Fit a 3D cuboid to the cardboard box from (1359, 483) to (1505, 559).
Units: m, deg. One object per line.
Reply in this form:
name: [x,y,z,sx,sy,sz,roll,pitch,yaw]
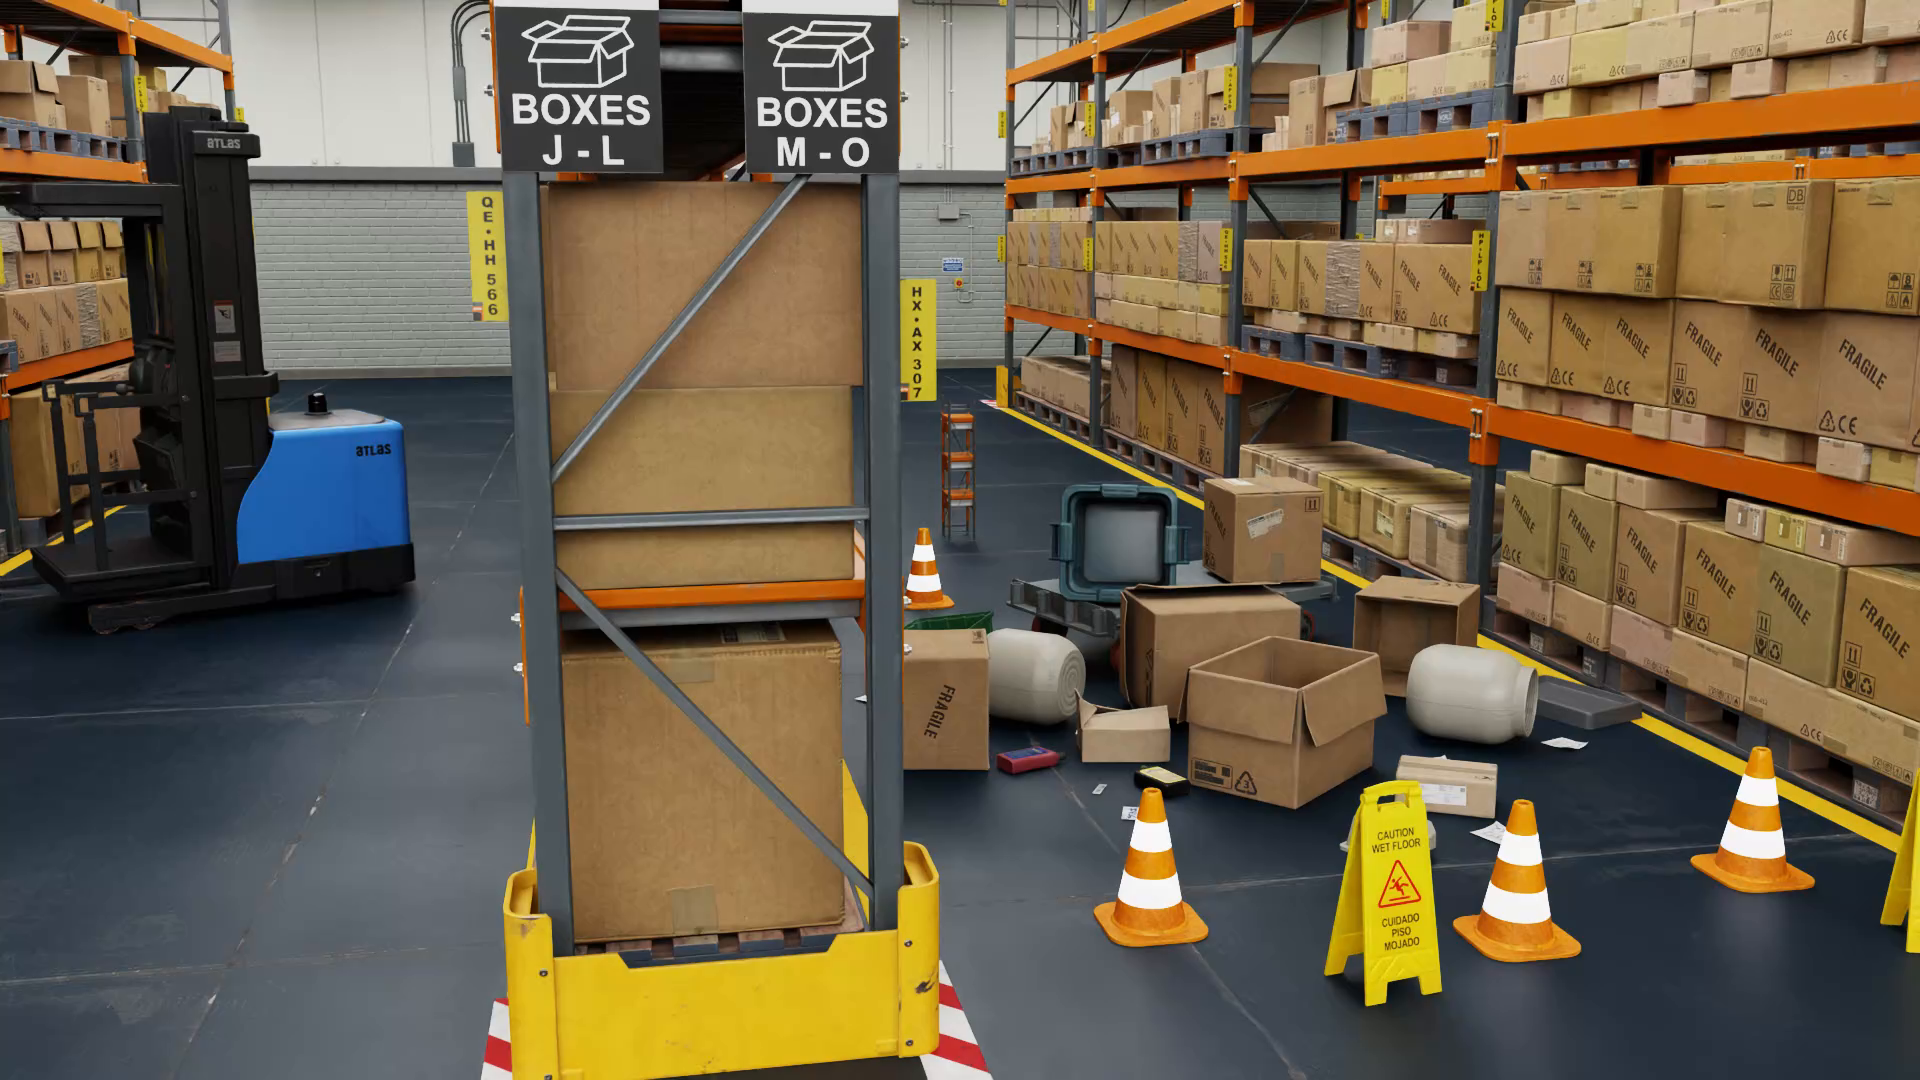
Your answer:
cardboard box: [3.151,-0.128,10.750,0.950,0.372,0.625,-1,11,-7]

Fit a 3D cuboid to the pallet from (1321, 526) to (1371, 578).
pallet: [3.005,0.018,11.535,1.003,0.211,1.213,-2,11,-11]

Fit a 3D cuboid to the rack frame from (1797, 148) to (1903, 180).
rack frame: [7.489,-1.899,14.153,1.000,3.000,0.127,-2,11,-11]

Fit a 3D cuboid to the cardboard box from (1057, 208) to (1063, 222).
cardboard box: [1.284,-3.592,18.372,0.380,0.149,0.250,-2,11,-12]

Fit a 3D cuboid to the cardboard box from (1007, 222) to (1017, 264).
cardboard box: [0.879,-3.627,20.290,0.500,0.500,0.500,-2,11,-12]

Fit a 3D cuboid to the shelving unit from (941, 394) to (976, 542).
shelving unit: [-0.010,-0.526,12.150,0.215,1.050,0.252,-2,11,-11]

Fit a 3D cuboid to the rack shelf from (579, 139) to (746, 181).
rack shelf: [-1.826,-2.273,10.017,1.077,0.370,4.000,-2,11,-11]

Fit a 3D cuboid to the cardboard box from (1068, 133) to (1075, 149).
cardboard box: [1.353,-4.211,17.559,0.380,0.149,0.250,-2,11,-10]

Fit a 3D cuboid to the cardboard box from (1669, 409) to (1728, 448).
cardboard box: [3.462,-0.511,7.533,0.380,0.149,0.250,-2,11,-11]

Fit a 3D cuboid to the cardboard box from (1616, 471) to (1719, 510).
cardboard box: [3.371,-0.240,7.928,0.380,0.149,0.250,-1,11,-8]

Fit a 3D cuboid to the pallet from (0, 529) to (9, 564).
pallet: [-6.949,0.156,10.815,1.003,0.211,1.213,-2,11,-11]

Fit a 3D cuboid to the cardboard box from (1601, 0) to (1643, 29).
cardboard box: [3.287,-2.512,7.890,0.380,0.149,0.250,-2,11,-11]

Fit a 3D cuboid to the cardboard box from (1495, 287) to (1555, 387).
cardboard box: [3.211,-1.089,8.832,0.500,0.500,0.500,-2,11,-11]

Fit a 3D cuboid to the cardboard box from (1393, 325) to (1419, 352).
cardboard box: [2.909,-1.247,10.273,0.380,0.149,0.250,-2,11,-12]

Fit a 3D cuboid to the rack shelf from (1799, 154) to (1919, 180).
rack shelf: [7.878,-2.653,12.012,1.077,0.370,4.000,-2,11,-11]

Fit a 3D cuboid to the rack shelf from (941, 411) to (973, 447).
rack shelf: [-0.010,-0.794,12.099,0.215,0.259,0.240,-2,11,-11]

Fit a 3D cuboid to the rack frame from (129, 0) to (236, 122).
rack frame: [-8.656,-5.772,18.455,1.000,3.000,0.127,-2,11,-11]

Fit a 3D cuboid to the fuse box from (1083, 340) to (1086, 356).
fuse box: [2.034,-3.635,26.720,0.539,1.711,0.414,-2,11,-11]

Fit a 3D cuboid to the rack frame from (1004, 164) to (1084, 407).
rack frame: [1.065,-3.185,20.910,1.000,3.000,0.127,-2,11,-11]

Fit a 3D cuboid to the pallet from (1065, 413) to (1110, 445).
pallet: [1.772,-1.224,18.064,1.003,0.211,1.213,-2,11,-11]

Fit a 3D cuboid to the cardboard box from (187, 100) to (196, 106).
cardboard box: [-8.511,-4.402,17.622,0.700,0.500,0.500,-3,11,-13]

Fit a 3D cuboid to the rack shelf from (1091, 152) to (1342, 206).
rack shelf: [2.232,-3.205,14.915,1.077,0.370,4.000,-2,11,-11]

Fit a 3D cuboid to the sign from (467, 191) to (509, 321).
sign: [-1.194,-0.720,4.228,0.100,0.325,0.005,-2,11,-11]

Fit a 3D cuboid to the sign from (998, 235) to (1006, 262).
sign: [0.519,-3.630,20.721,0.100,0.325,0.005,-2,11,-11]

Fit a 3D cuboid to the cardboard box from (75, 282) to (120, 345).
cardboard box: [-7.321,-1.878,13.774,0.500,0.500,0.500,-2,11,-12]

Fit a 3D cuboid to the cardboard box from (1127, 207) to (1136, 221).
cardboard box: [1.971,-3.424,17.489,0.380,0.149,0.250,-2,11,-10]

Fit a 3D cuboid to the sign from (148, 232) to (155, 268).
sign: [-7.347,-2.643,15.174,0.100,0.325,0.005,-2,11,-11]

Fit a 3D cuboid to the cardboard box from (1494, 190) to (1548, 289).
cardboard box: [3.272,-1.582,8.750,0.700,0.500,0.500,-2,11,-12]

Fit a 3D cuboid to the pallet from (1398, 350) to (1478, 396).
pallet: [3.393,-1.036,10.129,1.003,0.211,1.213,-2,11,-11]

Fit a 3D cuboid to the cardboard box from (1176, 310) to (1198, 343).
cardboard box: [2.153,-1.821,14.142,0.500,0.250,0.500,-2,11,-10]

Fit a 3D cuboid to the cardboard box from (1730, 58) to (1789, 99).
cardboard box: [3.491,-1.936,6.997,0.380,0.149,0.250,-2,11,-12]

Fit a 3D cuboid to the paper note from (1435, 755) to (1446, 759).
paper note: [2.022,0.951,7.149,0.148,0.019,0.142,2,11,9]

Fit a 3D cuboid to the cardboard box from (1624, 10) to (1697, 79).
cardboard box: [3.410,-2.253,7.596,0.500,0.250,0.500,-2,11,-10]

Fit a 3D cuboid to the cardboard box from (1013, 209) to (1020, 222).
cardboard box: [0.862,-3.969,20.351,0.380,0.149,0.250,-2,11,-10]

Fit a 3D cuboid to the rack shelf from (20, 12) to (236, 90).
rack shelf: [-8.267,-4.855,16.633,1.077,0.370,4.000,-2,11,-11]

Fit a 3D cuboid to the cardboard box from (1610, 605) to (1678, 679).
cardboard box: [3.469,0.473,7.921,0.500,0.250,0.500,-2,11,-12]

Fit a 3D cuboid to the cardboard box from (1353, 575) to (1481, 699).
cardboard box: [2.273,0.488,8.288,0.500,0.500,0.500,6,12,28]

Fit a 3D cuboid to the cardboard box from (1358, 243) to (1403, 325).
cardboard box: [2.892,-1.648,10.647,0.500,0.500,0.500,-2,11,-9]

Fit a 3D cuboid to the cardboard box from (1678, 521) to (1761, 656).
cardboard box: [3.569,0.199,7.352,0.500,0.500,0.500,-2,11,-12]

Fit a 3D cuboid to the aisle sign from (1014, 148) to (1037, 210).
aisle sign: [0.767,-4.465,20.681,0.394,0.787,0.004,-2,11,-11]

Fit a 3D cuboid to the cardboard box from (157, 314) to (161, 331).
cardboard box: [-7.609,-2.034,15.534,0.380,0.149,0.250,-2,11,-11]

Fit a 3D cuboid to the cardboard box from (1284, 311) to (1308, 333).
cardboard box: [2.565,-1.578,12.016,0.380,0.149,0.250,-2,11,-11]

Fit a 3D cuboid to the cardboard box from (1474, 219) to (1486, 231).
cardboard box: [3.342,-1.999,10.757,0.380,0.149,0.250,-1,11,-8]

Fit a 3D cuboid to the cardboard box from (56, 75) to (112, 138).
cardboard box: [-7.755,-3.714,14.276,0.700,0.500,0.500,-2,11,-10]

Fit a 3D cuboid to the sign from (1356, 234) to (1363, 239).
sign: [3.151,-2.269,13.213,0.100,0.325,0.005,-2,11,-11]

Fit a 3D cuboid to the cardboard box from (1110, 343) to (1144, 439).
cardboard box: [2.042,-1.503,16.633,0.875,0.875,0.875,-2,11,-9]

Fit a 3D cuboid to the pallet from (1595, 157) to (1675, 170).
pallet: [6.974,-3.702,16.104,1.213,0.211,1.003,-2,11,-11]

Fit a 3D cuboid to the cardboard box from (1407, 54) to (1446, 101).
cardboard box: [3.050,-2.785,10.065,0.500,0.250,0.500,-2,11,-10]

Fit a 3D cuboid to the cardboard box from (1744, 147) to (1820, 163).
cardboard box: [7.151,-3.384,14.335,0.500,0.250,0.500,-2,11,-13]

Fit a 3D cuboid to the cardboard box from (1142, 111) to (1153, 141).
cardboard box: [1.855,-3.718,14.921,0.396,0.266,0.258,-1,11,-6]

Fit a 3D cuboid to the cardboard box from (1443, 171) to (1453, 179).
cardboard box: [5.970,-4.365,19.757,0.380,0.149,0.250,-2,11,-11]

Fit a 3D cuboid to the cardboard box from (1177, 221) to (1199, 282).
cardboard box: [2.156,-2.438,14.039,0.500,0.500,0.500,-2,11,-10]

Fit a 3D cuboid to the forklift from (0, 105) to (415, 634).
forklift: [-4.916,-1.017,9.702,3.031,2.935,1.130,-8,13,-37]

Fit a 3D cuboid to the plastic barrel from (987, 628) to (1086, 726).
plastic barrel: [0.288,0.632,7.744,0.512,0.421,0.421,6,12,28]

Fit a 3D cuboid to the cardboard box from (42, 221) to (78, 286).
cardboard box: [-7.487,-2.277,13.185,0.797,0.503,0.637,-2,11,-9]

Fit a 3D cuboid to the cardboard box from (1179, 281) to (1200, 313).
cardboard box: [2.174,-2.064,14.080,0.500,0.250,0.500,-2,11,-12]

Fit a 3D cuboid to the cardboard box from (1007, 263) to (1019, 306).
cardboard box: [0.877,-3.136,20.383,0.500,0.500,0.500,-2,11,-11]

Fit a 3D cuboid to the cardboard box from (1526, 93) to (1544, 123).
cardboard box: [3.217,-2.268,8.739,0.380,0.149,0.250,-2,11,-12]
